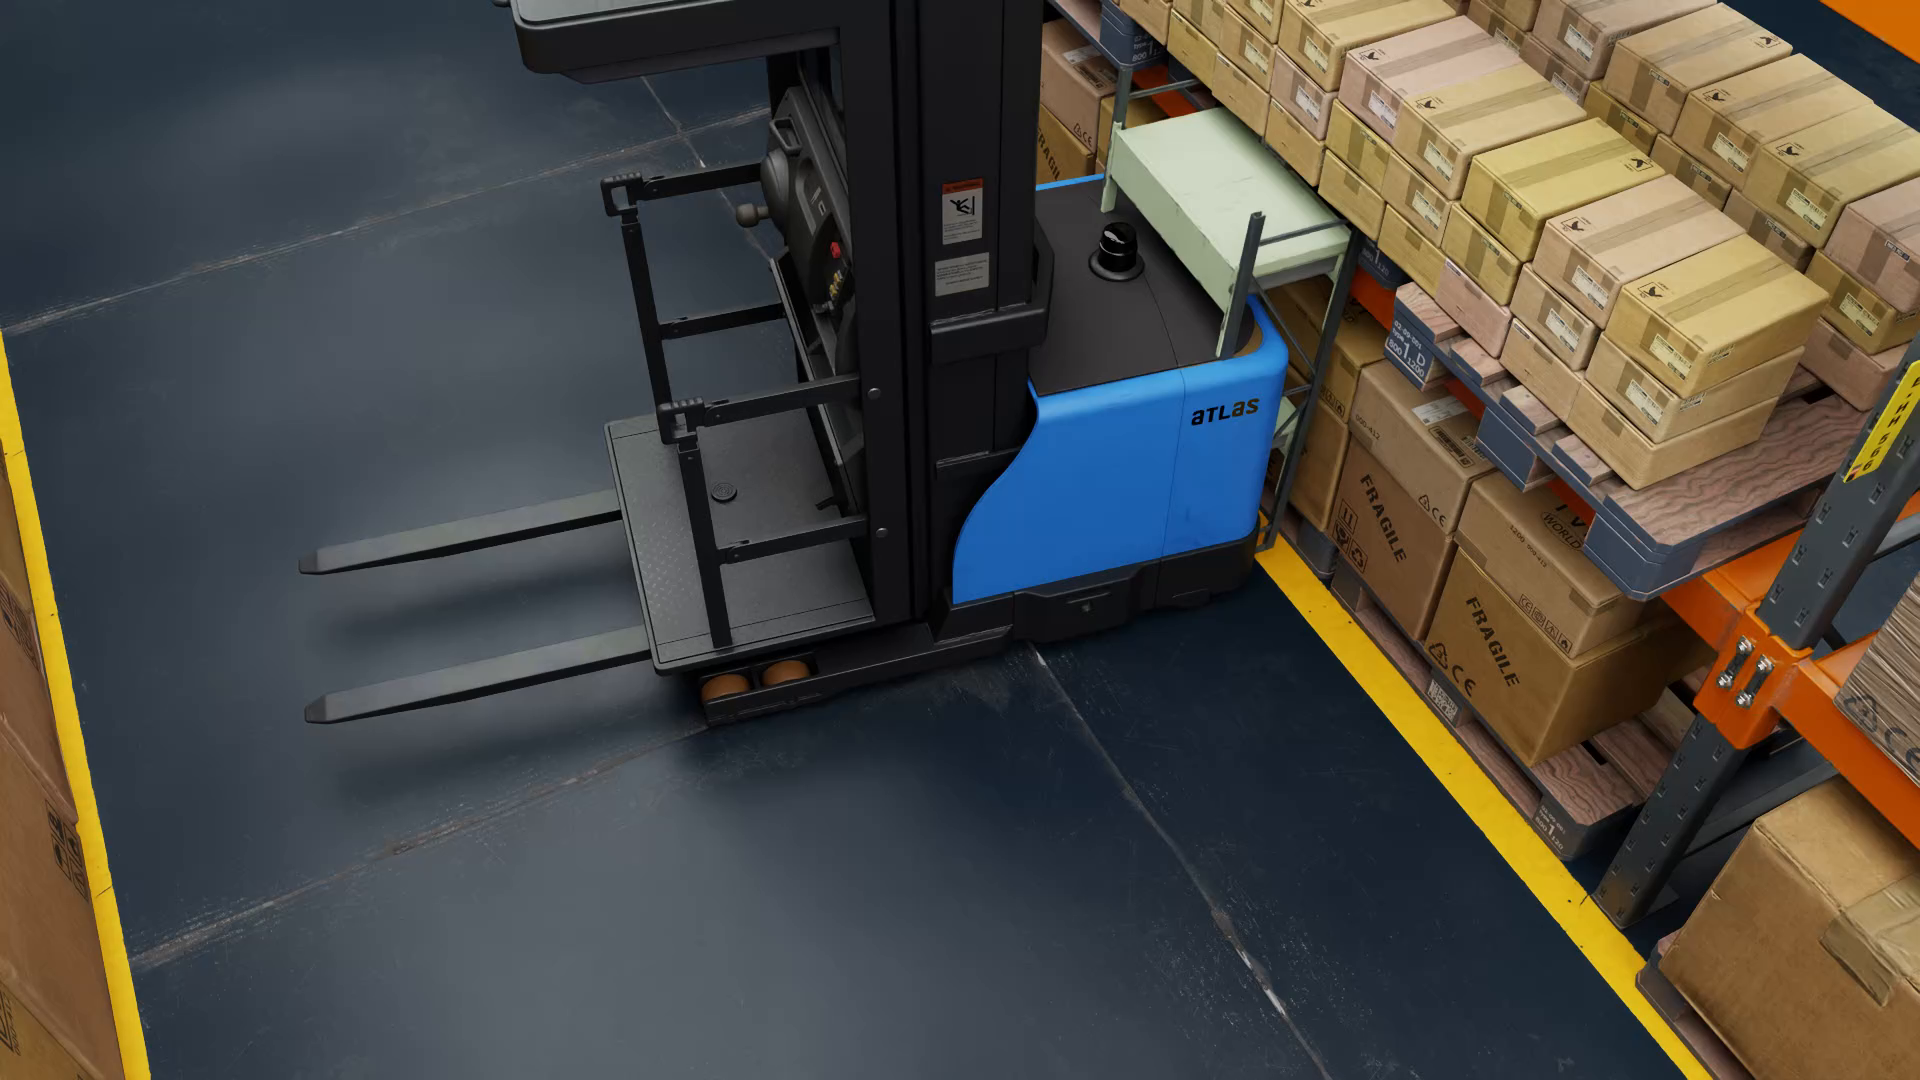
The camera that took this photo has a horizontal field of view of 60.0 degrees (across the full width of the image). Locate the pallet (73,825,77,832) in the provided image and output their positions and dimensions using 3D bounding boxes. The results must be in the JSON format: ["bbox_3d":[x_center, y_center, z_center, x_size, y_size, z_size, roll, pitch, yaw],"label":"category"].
[{"bbox_3d":[-2.999,1.112,4.637,1.003,0.211,1.213,-21,52,-18],"label":"pallet"}]

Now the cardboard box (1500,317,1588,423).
[{"bbox_3d":[1.559,-0.472,4.058,0.380,0.149,0.250,-21,52,-18],"label":"cardboard box"}]

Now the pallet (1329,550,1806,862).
[{"bbox_3d":[1.950,0.317,5.332,1.003,0.211,1.213,-21,52,-18],"label":"pallet"}]

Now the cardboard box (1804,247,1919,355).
[{"bbox_3d":[2.263,-0.623,3.993,0.380,0.149,0.250,-19,52,-16],"label":"cardboard box"}]

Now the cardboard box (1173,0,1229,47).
[{"bbox_3d":[0.852,-1.610,4.855,0.380,0.149,0.250,-22,52,-18],"label":"cardboard box"}]

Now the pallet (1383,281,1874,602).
[{"bbox_3d":[1.885,-0.455,4.282,1.213,0.211,1.003,-21,52,-18],"label":"pallet"}]

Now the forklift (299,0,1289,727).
[{"bbox_3d":[-0.600,-0.833,4.532,3.031,2.935,1.130,-12,50,-11],"label":"forklift"}]

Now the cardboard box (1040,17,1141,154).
[{"bbox_3d":[0.579,-1.731,6.155,0.500,0.250,0.500,-23,53,-19],"label":"cardboard box"}]

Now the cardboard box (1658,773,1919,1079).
[{"bbox_3d":[2.505,0.963,4.130,1.050,0.750,0.750,-22,52,-18],"label":"cardboard box"}]

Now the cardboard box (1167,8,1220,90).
[{"bbox_3d":[0.849,-1.516,4.971,0.380,0.149,0.250,-22,52,-18],"label":"cardboard box"}]

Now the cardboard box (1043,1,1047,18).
[{"bbox_3d":[0.473,-2.487,7.547,0.380,0.149,0.250,-20,52,-16],"label":"cardboard box"}]

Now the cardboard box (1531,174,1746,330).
[{"bbox_3d":[1.561,-0.668,3.834,0.380,0.149,0.250,-22,52,-18],"label":"cardboard box"}]

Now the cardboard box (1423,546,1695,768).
[{"bbox_3d":[1.772,0.257,4.914,0.500,0.500,0.500,-21,52,-18],"label":"cardboard box"}]

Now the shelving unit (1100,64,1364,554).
[{"bbox_3d":[0.763,-0.675,5.234,0.431,1.500,0.755,-17,52,-18],"label":"shelving unit"}]

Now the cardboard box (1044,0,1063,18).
[{"bbox_3d":[0.594,-2.405,7.278,0.380,0.149,0.250,-19,51,-16],"label":"cardboard box"}]

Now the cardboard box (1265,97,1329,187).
[{"bbox_3d":[1.089,-1.165,4.664,0.380,0.149,0.250,-20,52,-16],"label":"cardboard box"}]

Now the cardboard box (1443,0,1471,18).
[{"bbox_3d":[1.546,-1.664,4.903,0.380,0.149,0.250,-19,52,-16],"label":"cardboard box"}]

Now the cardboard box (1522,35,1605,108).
[{"bbox_3d":[1.783,-1.318,4.600,0.380,0.149,0.250,-21,52,-17],"label":"cardboard box"}]

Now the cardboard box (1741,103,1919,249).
[{"bbox_3d":[2.141,-0.884,4.023,0.380,0.149,0.250,-22,53,-18],"label":"cardboard box"}]

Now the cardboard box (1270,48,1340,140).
[{"bbox_3d":[1.083,-1.267,4.556,0.380,0.149,0.250,-20,52,-17],"label":"cardboard box"}]

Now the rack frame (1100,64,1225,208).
[{"bbox_3d":[0.610,-0.930,5.447,0.400,1.500,0.023,-17,52,-18],"label":"rack frame"}]

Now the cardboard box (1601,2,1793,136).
[{"bbox_3d":[1.912,-1.227,4.323,0.380,0.149,0.250,-23,53,-19],"label":"cardboard box"}]

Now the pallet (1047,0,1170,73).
[{"bbox_3d":[0.696,-2.130,5.747,1.003,0.211,1.213,-21,52,-18],"label":"pallet"}]

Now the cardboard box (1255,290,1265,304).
[{"bbox_3d":[1.054,-1.033,5.544,0.500,0.250,0.500,-19,52,-16],"label":"cardboard box"}]

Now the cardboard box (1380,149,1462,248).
[{"bbox_3d":[1.315,-0.926,4.257,0.380,0.149,0.250,-21,52,-17],"label":"cardboard box"}]

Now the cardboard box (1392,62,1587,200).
[{"bbox_3d":[1.316,-1.021,4.143,0.380,0.149,0.250,-20,52,-16],"label":"cardboard box"}]

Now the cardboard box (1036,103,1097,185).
[{"bbox_3d":[0.578,-1.484,6.437,0.500,0.500,0.500,-19,52,-16],"label":"cardboard box"}]

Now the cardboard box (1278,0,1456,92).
[{"bbox_3d":[1.084,-1.365,4.444,0.380,0.149,0.250,-19,51,-16],"label":"cardboard box"}]

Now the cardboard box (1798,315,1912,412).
[{"bbox_3d":[2.281,-0.502,4.084,0.380,0.149,0.250,-22,52,-18],"label":"cardboard box"}]

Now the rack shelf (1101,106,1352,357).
[{"bbox_3d":[0.783,-0.932,4.941,0.431,0.370,0.720,-17,52,-18],"label":"rack shelf"}]

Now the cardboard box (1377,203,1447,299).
[{"bbox_3d":[1.331,-0.812,4.355,0.380,0.149,0.250,-22,52,-18],"label":"cardboard box"}]

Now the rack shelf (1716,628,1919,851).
[{"bbox_3d":[3.221,1.498,2.925,1.077,0.370,4.000,-21,52,-18],"label":"rack shelf"}]

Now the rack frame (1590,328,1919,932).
[{"bbox_3d":[2.306,-0.077,3.825,1.000,3.000,0.127,-21,52,-18],"label":"rack frame"}]

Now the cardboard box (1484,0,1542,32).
[{"bbox_3d":[1.664,-1.584,4.635,0.380,0.149,0.250,-20,52,-16],"label":"cardboard box"}]

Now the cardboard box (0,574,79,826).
[{"bbox_3d":[-3.261,0.467,4.482,1.225,0.875,0.875,-23,53,-19],"label":"cardboard box"}]

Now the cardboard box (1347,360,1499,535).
[{"bbox_3d":[1.519,-0.341,4.939,0.500,0.250,0.500,-20,52,-17],"label":"cardboard box"}]

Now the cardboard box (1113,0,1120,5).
[{"bbox_3d":[0.604,-1.867,5.278,0.380,0.149,0.250,-21,52,-17],"label":"cardboard box"}]

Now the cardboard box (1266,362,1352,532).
[{"bbox_3d":[1.282,-0.440,5.524,0.500,0.500,0.500,-23,53,-19],"label":"cardboard box"}]

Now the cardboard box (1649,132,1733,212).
[{"bbox_3d":[2.012,-0.982,4.306,0.380,0.149,0.250,-23,53,-19],"label":"cardboard box"}]

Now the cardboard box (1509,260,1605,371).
[{"bbox_3d":[1.551,-0.583,3.957,0.380,0.149,0.250,-19,52,-16],"label":"cardboard box"}]
